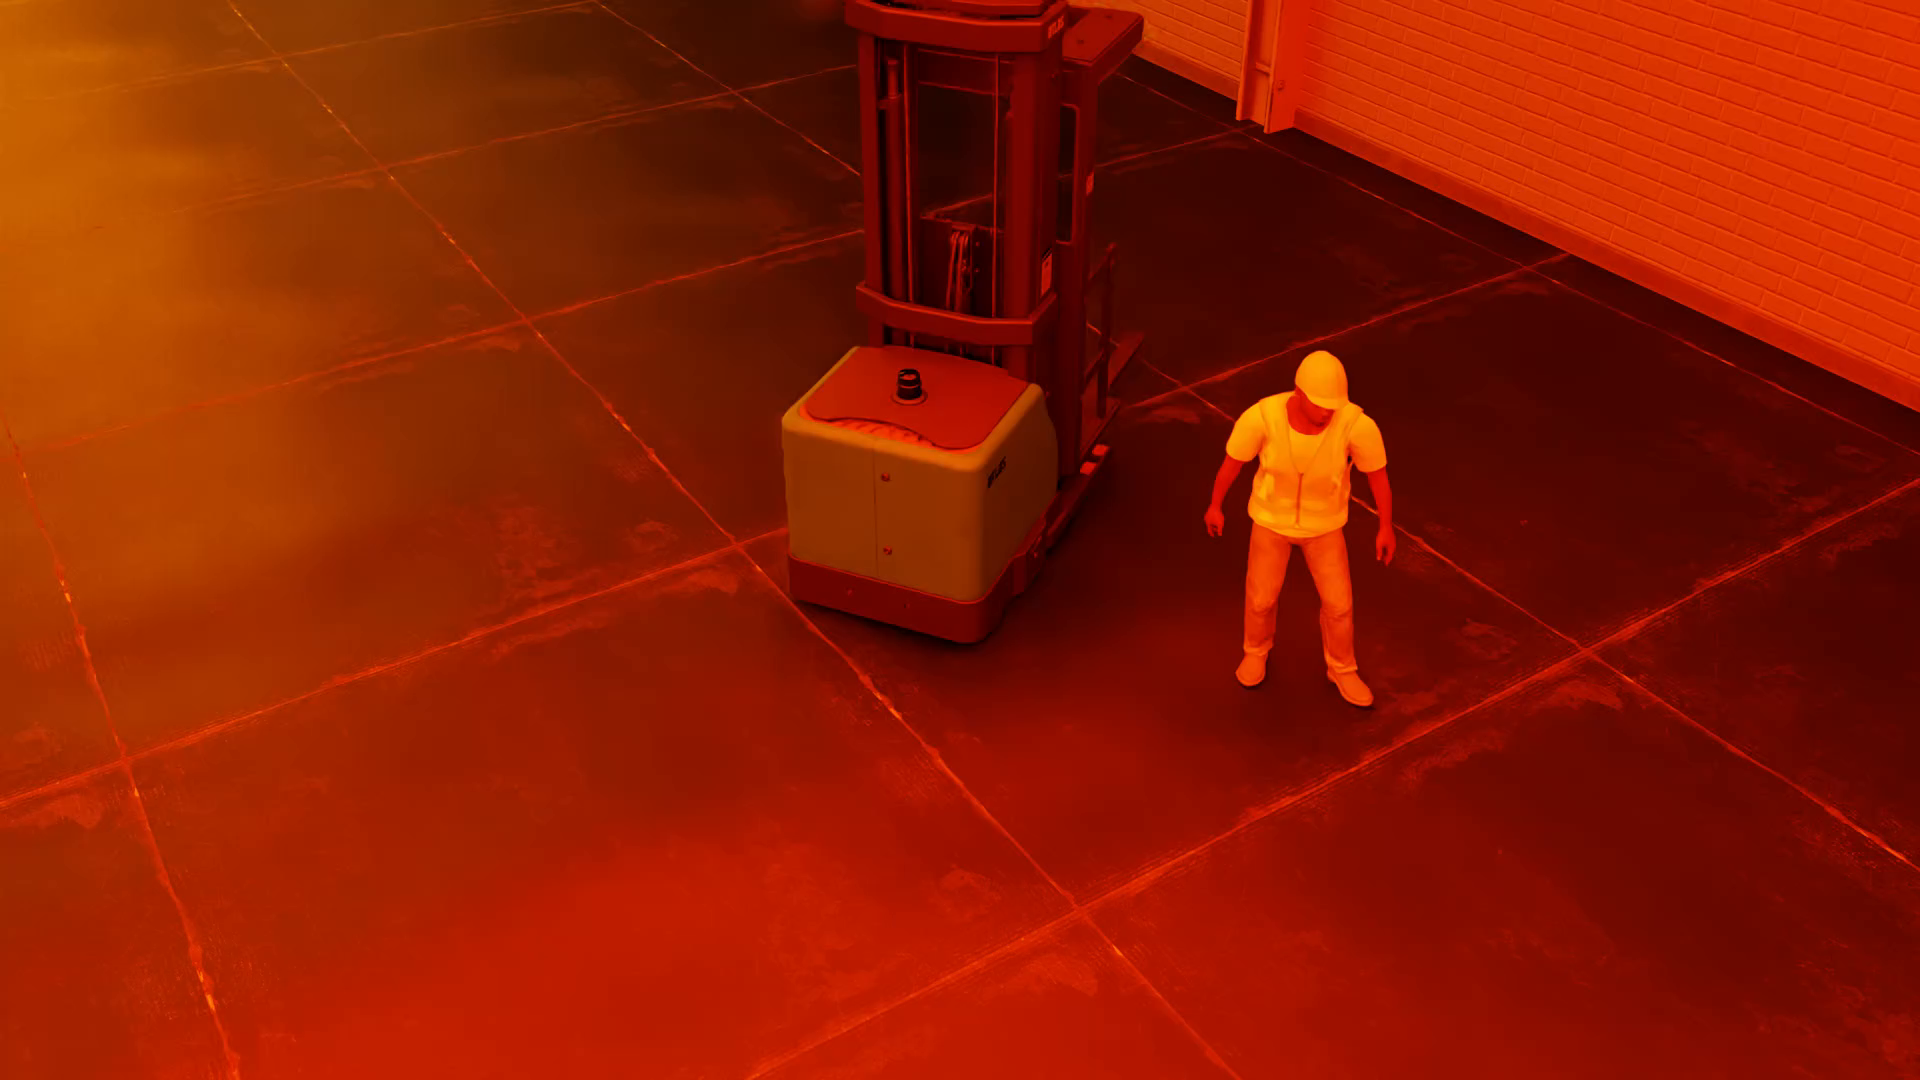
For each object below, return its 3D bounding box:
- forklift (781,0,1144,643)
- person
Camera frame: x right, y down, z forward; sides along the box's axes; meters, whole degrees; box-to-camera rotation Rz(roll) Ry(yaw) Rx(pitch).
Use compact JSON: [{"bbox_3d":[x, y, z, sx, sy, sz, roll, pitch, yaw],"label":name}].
[{"bbox_3d":[0.207,-1.549,8.353,1.130,2.935,3.031,14,37,19],"label":"forklift"},{"bbox_3d":[1.496,-0.067,7.282,0.847,1.737,0.428,6,36,9],"label":"person"}]
